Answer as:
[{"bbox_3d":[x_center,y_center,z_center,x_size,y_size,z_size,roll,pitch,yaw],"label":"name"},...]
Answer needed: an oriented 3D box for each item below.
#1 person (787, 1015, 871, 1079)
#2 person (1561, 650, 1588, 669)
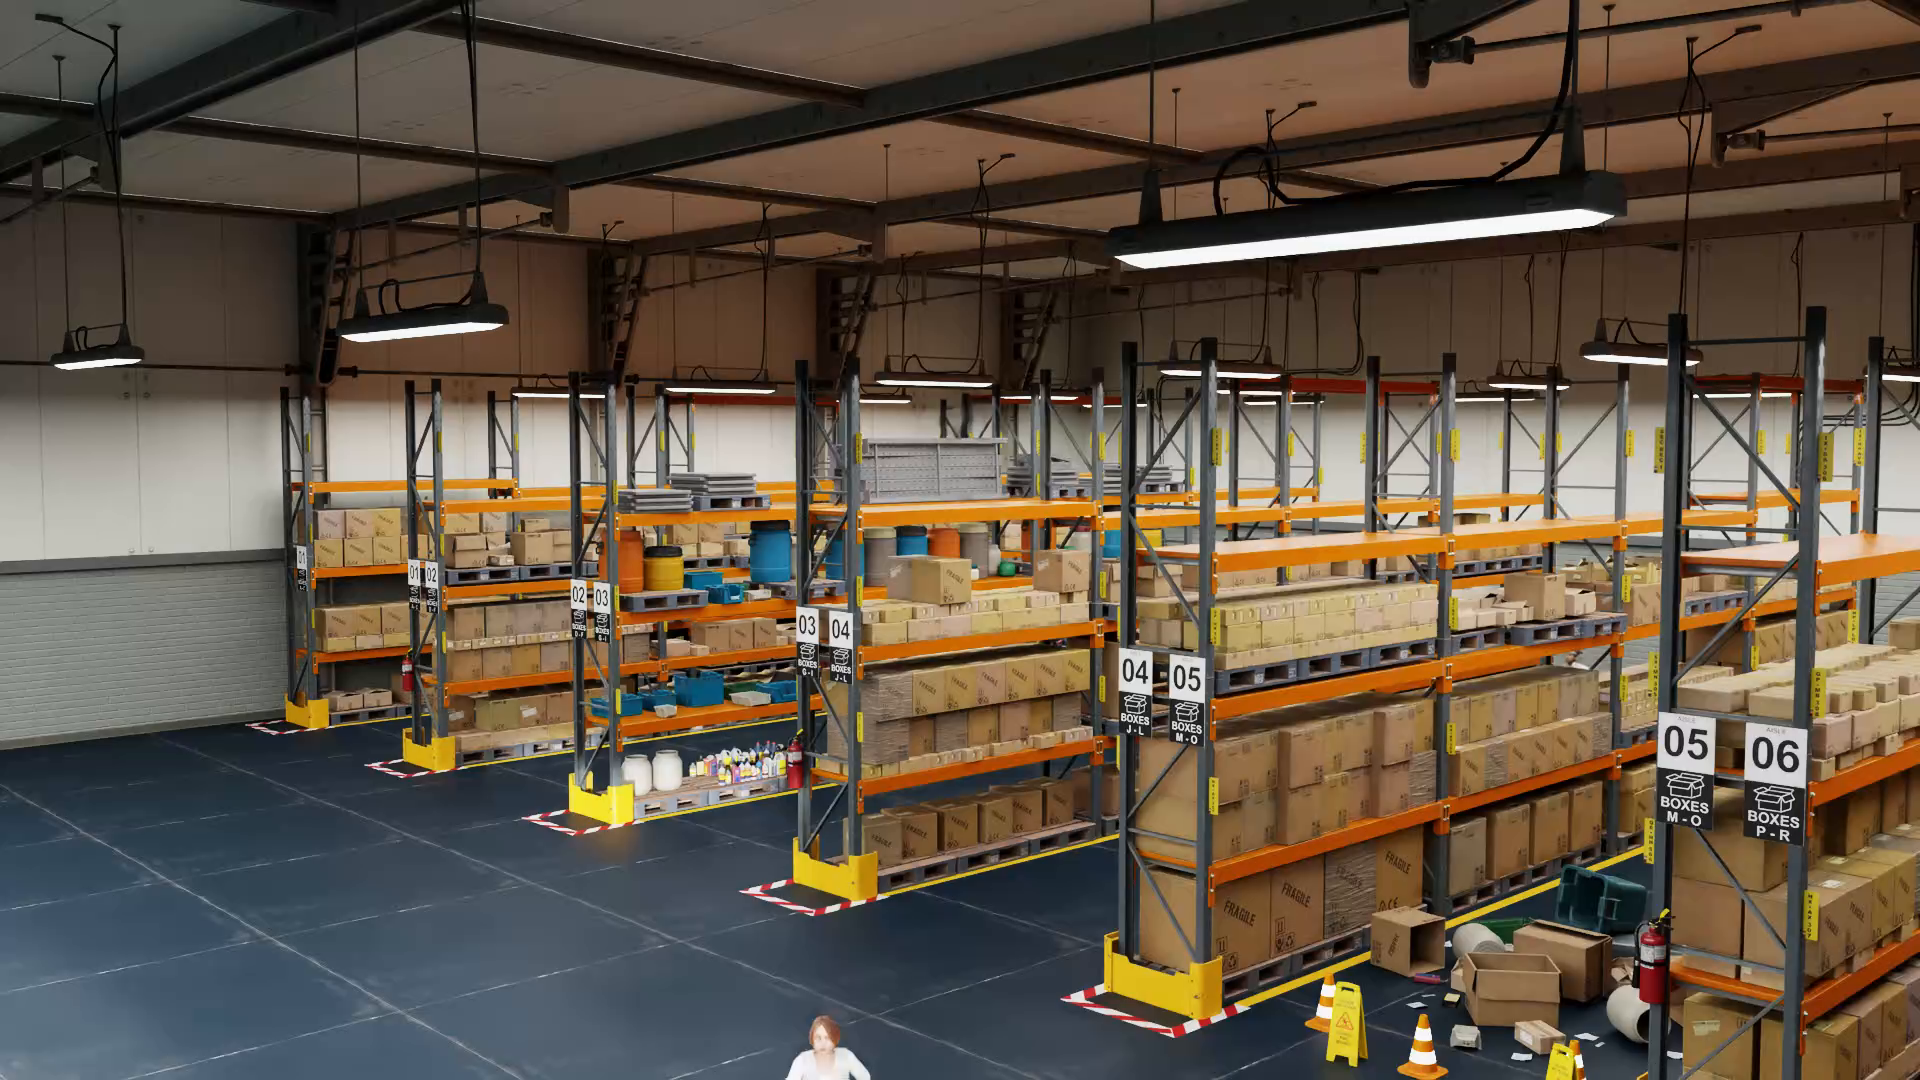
[{"bbox_3d":[-0.826,3.708,10.239,0.560,1.638,0.752,0,4,-3],"label":"person"},{"bbox_3d":[10.022,2.586,27.327,0.566,1.675,0.643,-3,5,-37],"label":"person"}]
